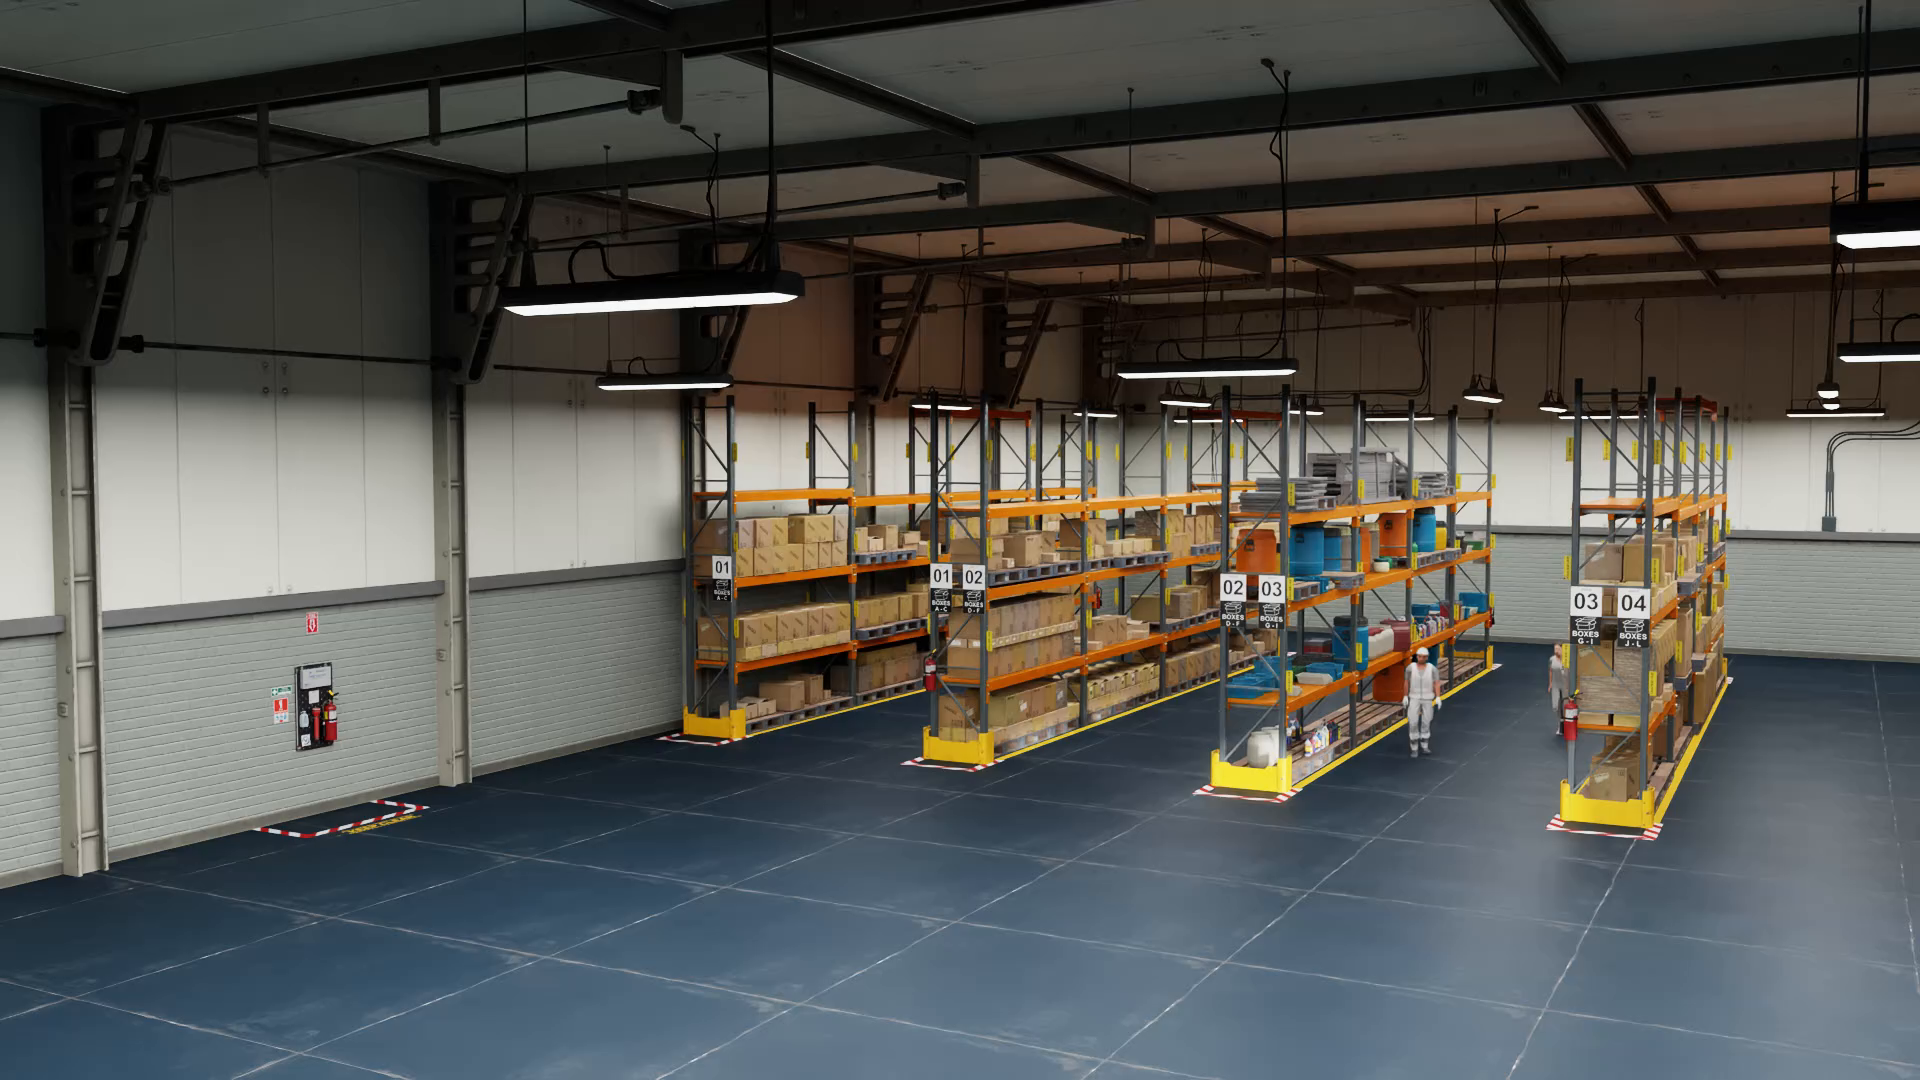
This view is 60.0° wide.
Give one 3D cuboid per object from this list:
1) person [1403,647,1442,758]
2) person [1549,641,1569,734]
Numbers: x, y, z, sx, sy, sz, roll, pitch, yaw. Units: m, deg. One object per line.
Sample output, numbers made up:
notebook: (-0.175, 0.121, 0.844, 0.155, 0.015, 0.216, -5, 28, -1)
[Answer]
person: (7.626, 2.685, 27.437, 0.622, 1.859, 0.506, 1, 3, 16)
person: (10.790, 2.622, 29.688, 0.501, 1.652, 0.608, 3, 4, 40)
